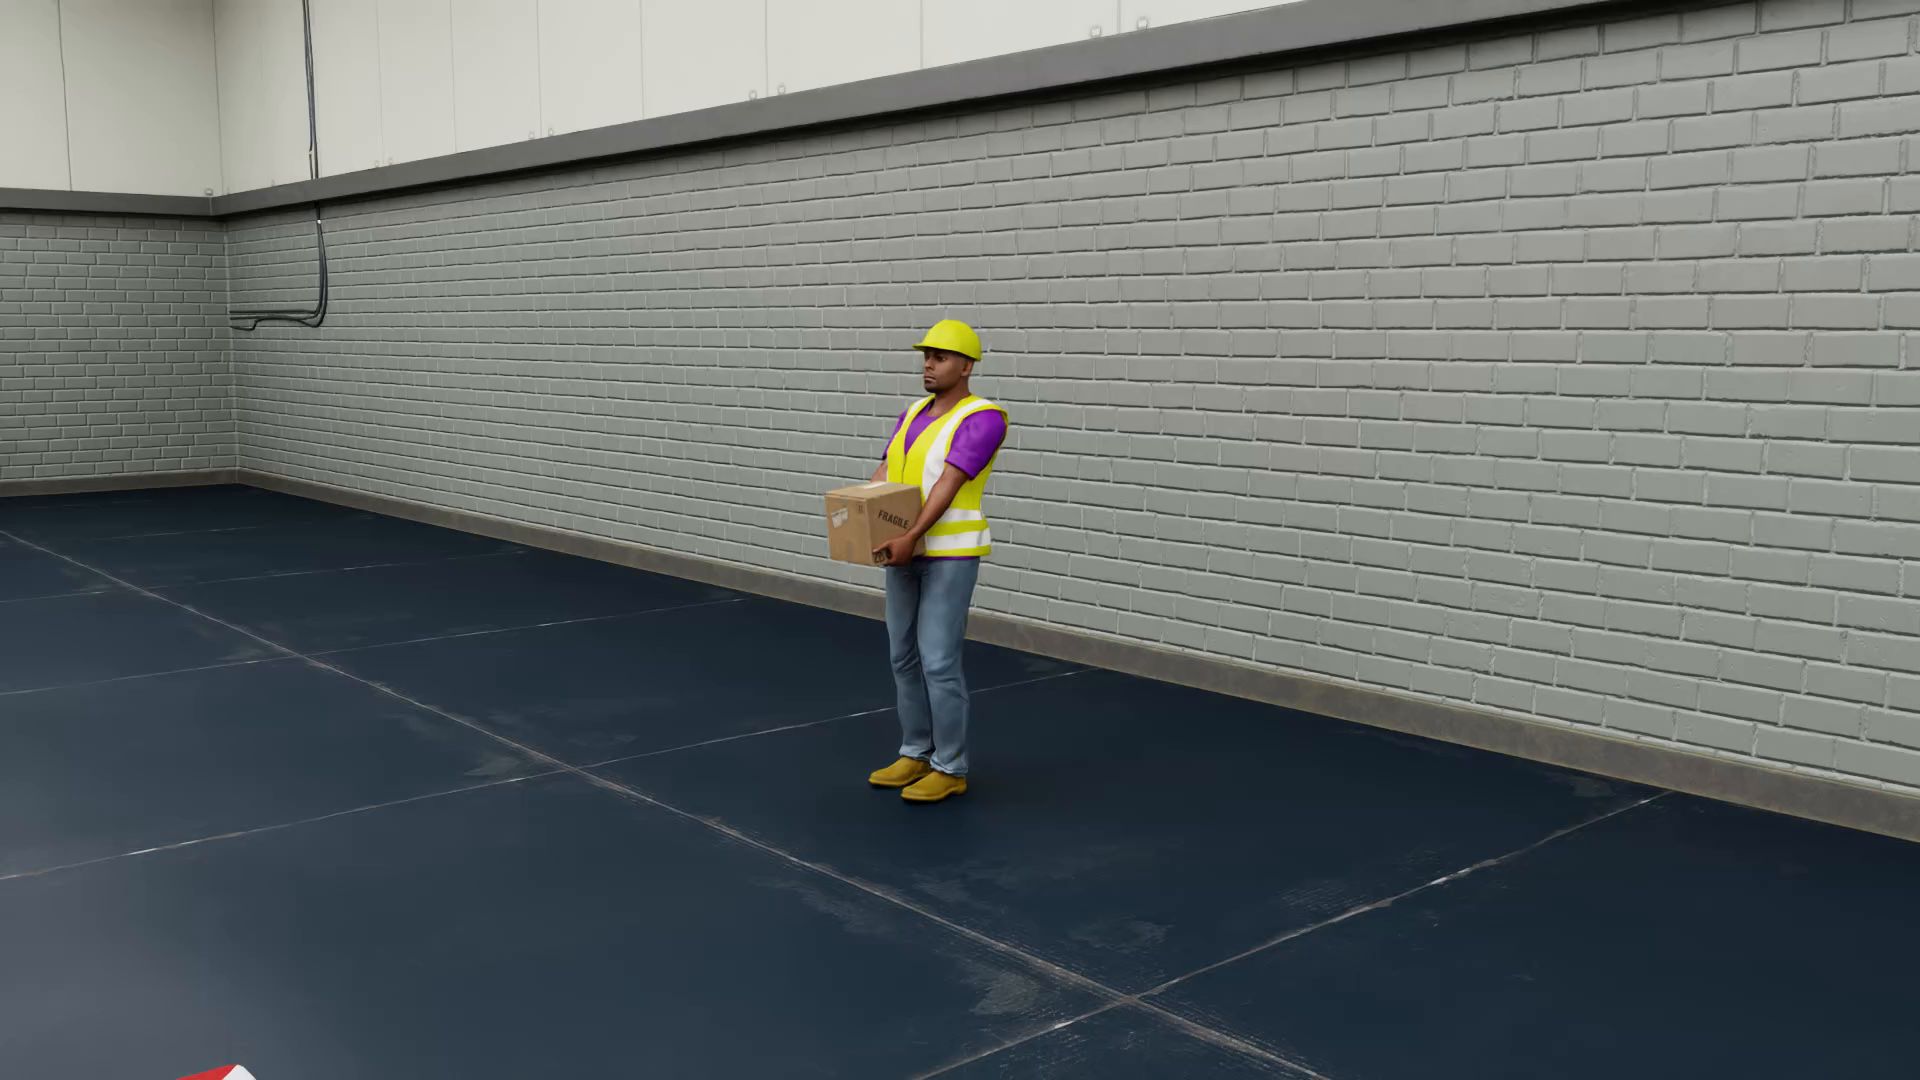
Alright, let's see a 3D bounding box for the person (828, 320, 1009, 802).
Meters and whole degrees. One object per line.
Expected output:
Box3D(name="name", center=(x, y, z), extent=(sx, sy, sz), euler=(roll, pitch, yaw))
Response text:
Box3D(name="person", center=(-0.157, 0.075, 6.128), extent=(0.586, 1.760, 0.503), euler=(-6, 10, -40))
